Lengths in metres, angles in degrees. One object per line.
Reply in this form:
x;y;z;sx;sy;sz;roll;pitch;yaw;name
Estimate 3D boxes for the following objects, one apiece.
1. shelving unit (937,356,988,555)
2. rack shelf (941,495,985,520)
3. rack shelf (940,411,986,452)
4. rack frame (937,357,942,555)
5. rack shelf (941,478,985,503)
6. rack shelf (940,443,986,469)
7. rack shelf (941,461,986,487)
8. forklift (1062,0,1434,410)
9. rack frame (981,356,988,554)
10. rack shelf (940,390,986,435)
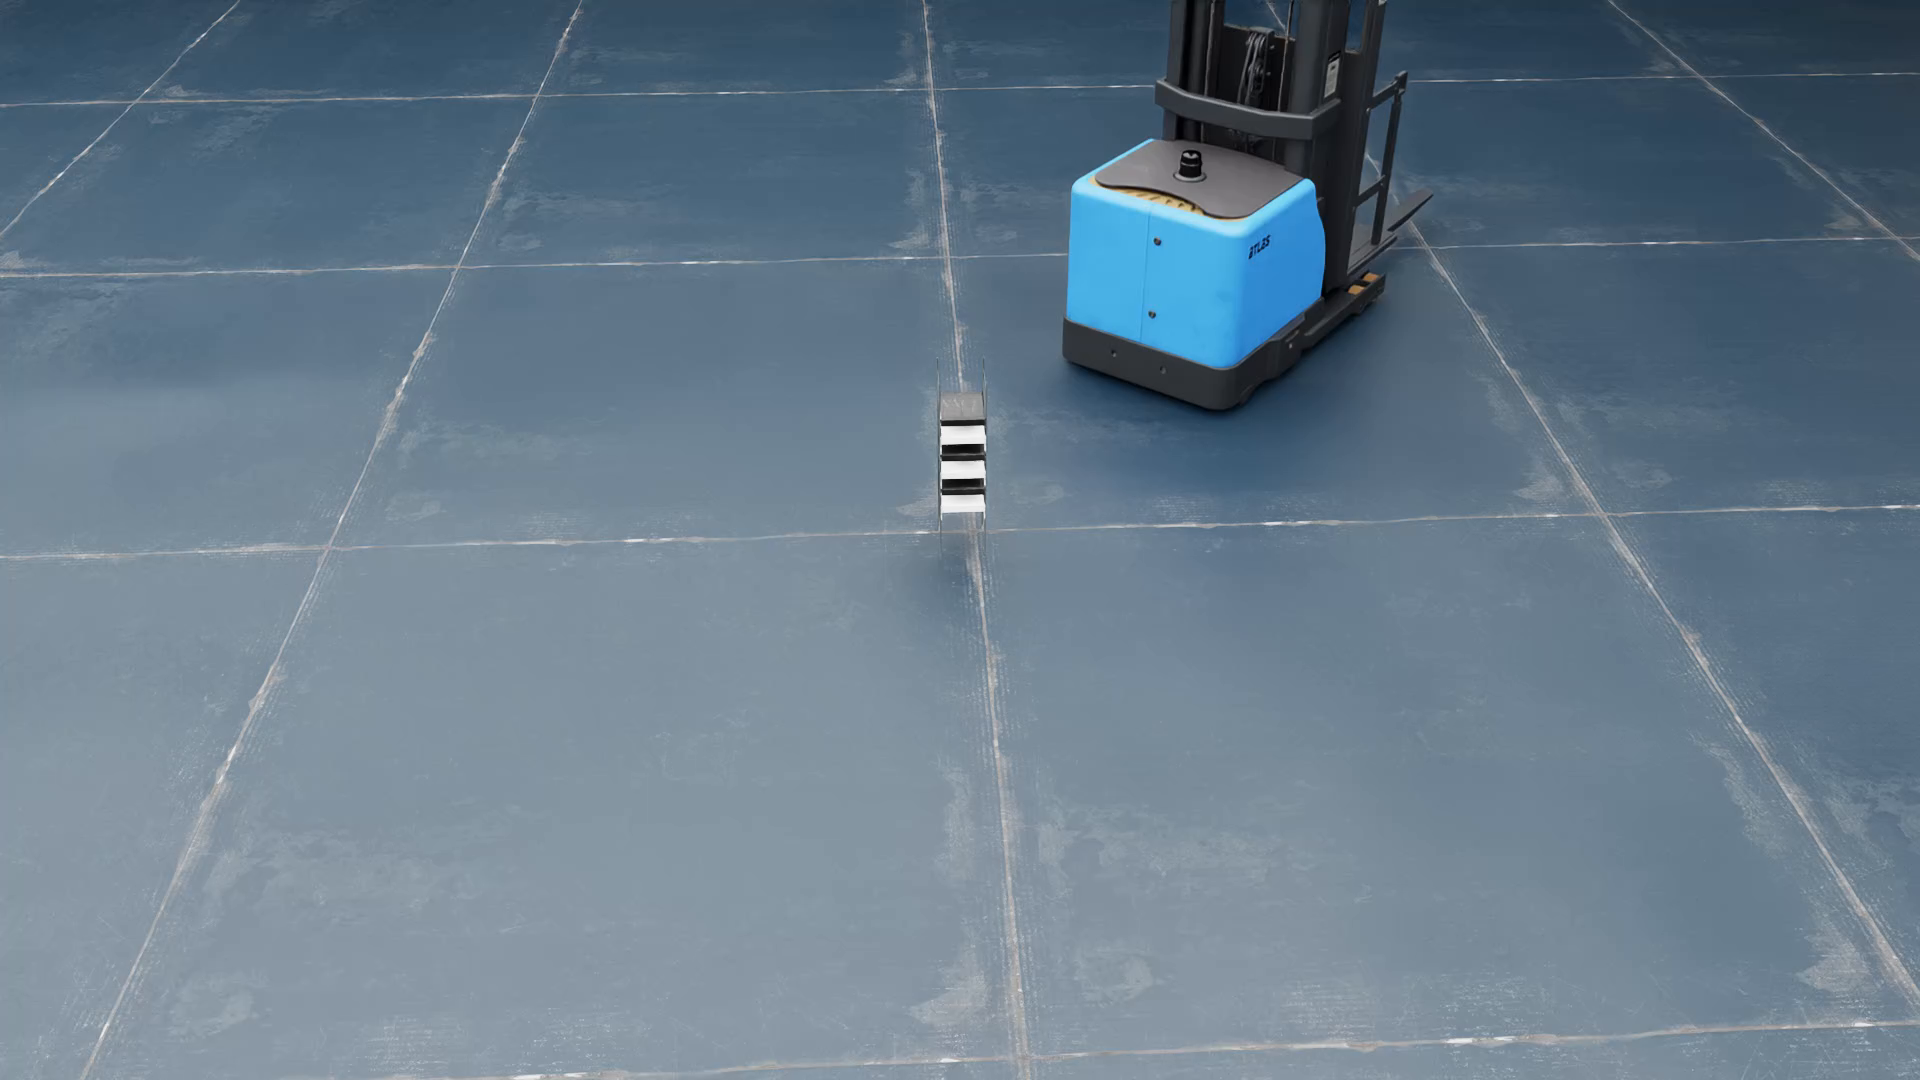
0.008;-0.370;7.494;0.210;0.900;0.258;-2;35;-2;shelving unit
0.008;-0.195;7.616;0.200;0.077;0.258;-2;35;-2;rack shelf
0.008;-0.491;7.411;0.200;0.077;0.258;-2;35;-2;rack shelf
-0.093;-0.367;7.490;0.006;0.900;0.240;-2;35;-2;rack frame
0.008;-0.269;7.564;0.200;0.077;0.258;-2;35;-2;rack shelf
0.008;-0.417;7.462;0.200;0.077;0.258;-2;35;-2;rack shelf
0.008;-0.343;7.513;0.200;0.077;0.258;-2;35;-2;rack shelf
1.841;-2.664;9.023;1.130;2.935;3.031;23;41;29;forklift
0.110;-0.373;7.498;0.006;0.900;0.240;-2;35;-2;rack frame
0.008;-0.565;7.360;0.200;0.077;0.258;-2;35;-2;rack shelf
